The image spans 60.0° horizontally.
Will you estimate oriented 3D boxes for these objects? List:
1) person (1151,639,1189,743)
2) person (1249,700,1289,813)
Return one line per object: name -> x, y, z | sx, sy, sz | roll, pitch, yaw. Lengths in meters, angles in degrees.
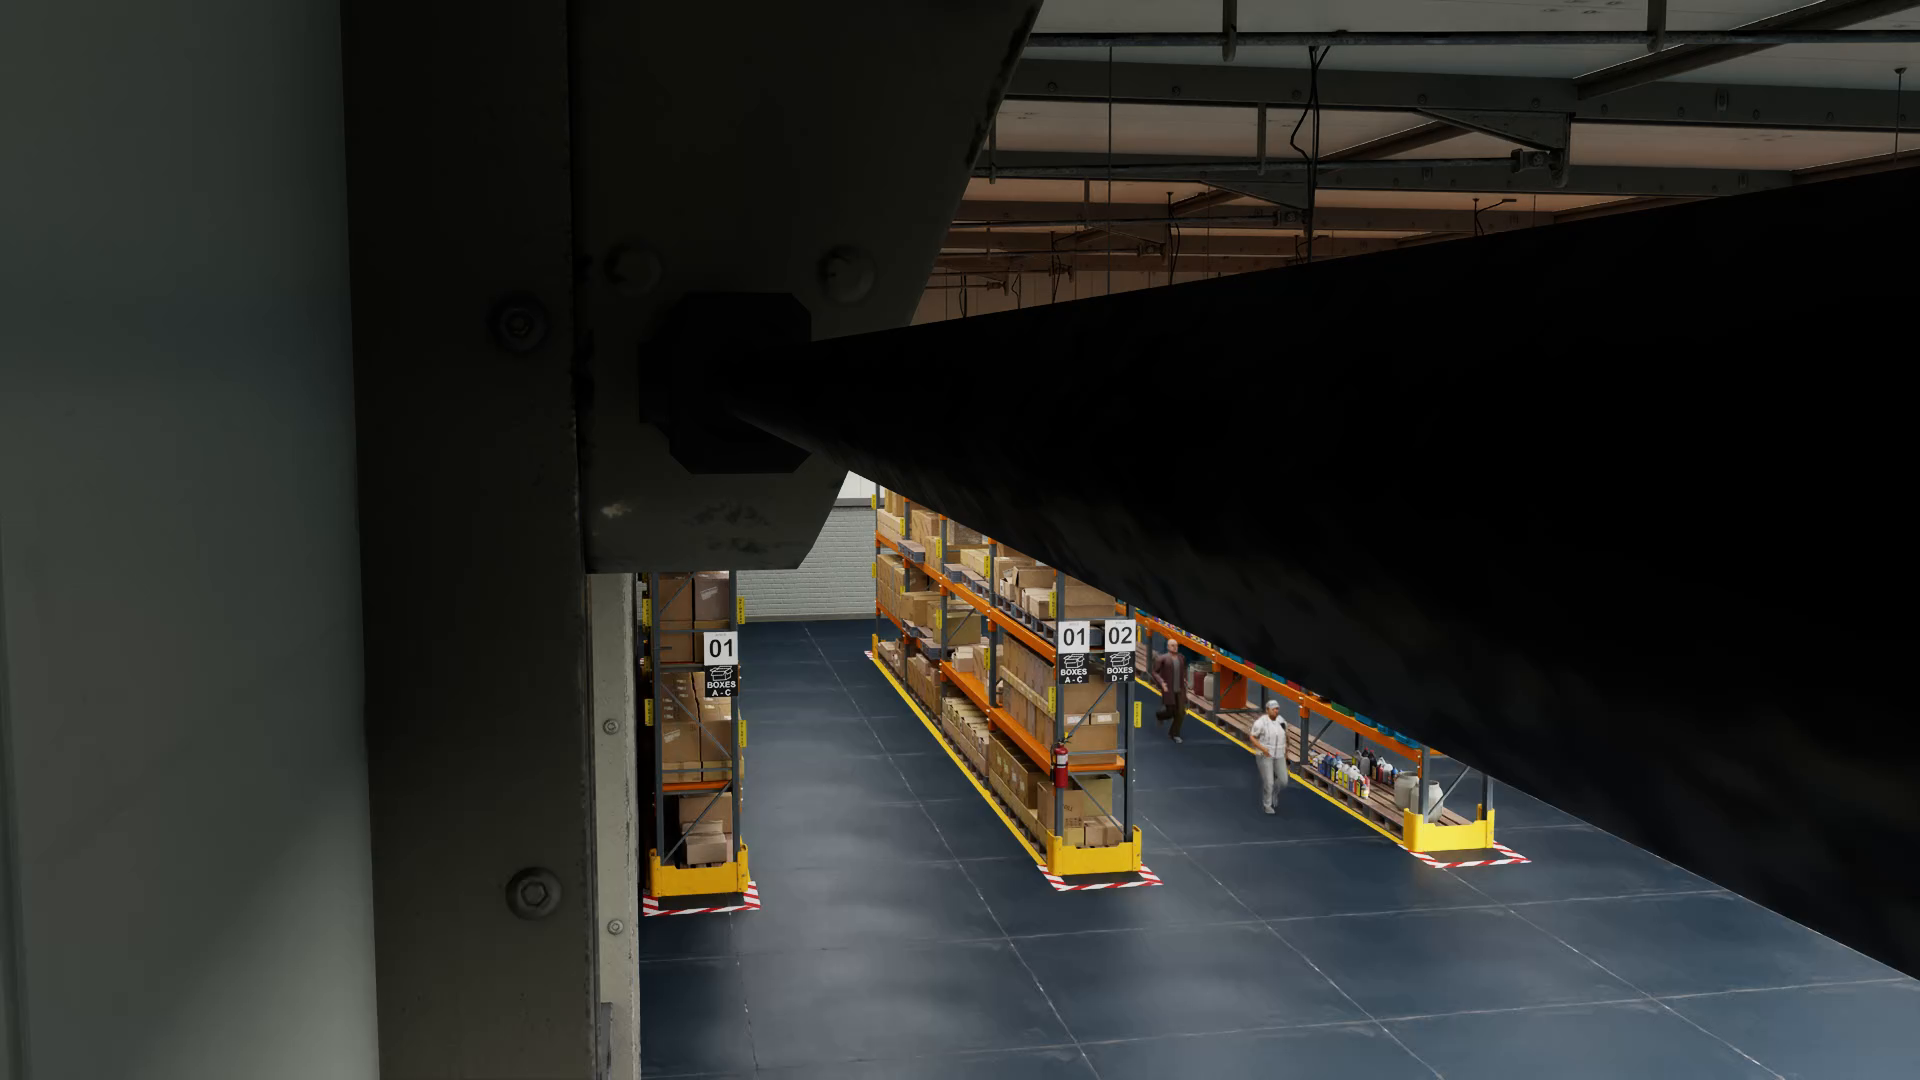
person -> 3.620, 2.557, 28.432 | 0.711, 1.743, 0.756 | -2, 6, -20
person -> 4.441, 3.086, 23.755 | 0.621, 1.630, 0.536 | -1, 6, -14
